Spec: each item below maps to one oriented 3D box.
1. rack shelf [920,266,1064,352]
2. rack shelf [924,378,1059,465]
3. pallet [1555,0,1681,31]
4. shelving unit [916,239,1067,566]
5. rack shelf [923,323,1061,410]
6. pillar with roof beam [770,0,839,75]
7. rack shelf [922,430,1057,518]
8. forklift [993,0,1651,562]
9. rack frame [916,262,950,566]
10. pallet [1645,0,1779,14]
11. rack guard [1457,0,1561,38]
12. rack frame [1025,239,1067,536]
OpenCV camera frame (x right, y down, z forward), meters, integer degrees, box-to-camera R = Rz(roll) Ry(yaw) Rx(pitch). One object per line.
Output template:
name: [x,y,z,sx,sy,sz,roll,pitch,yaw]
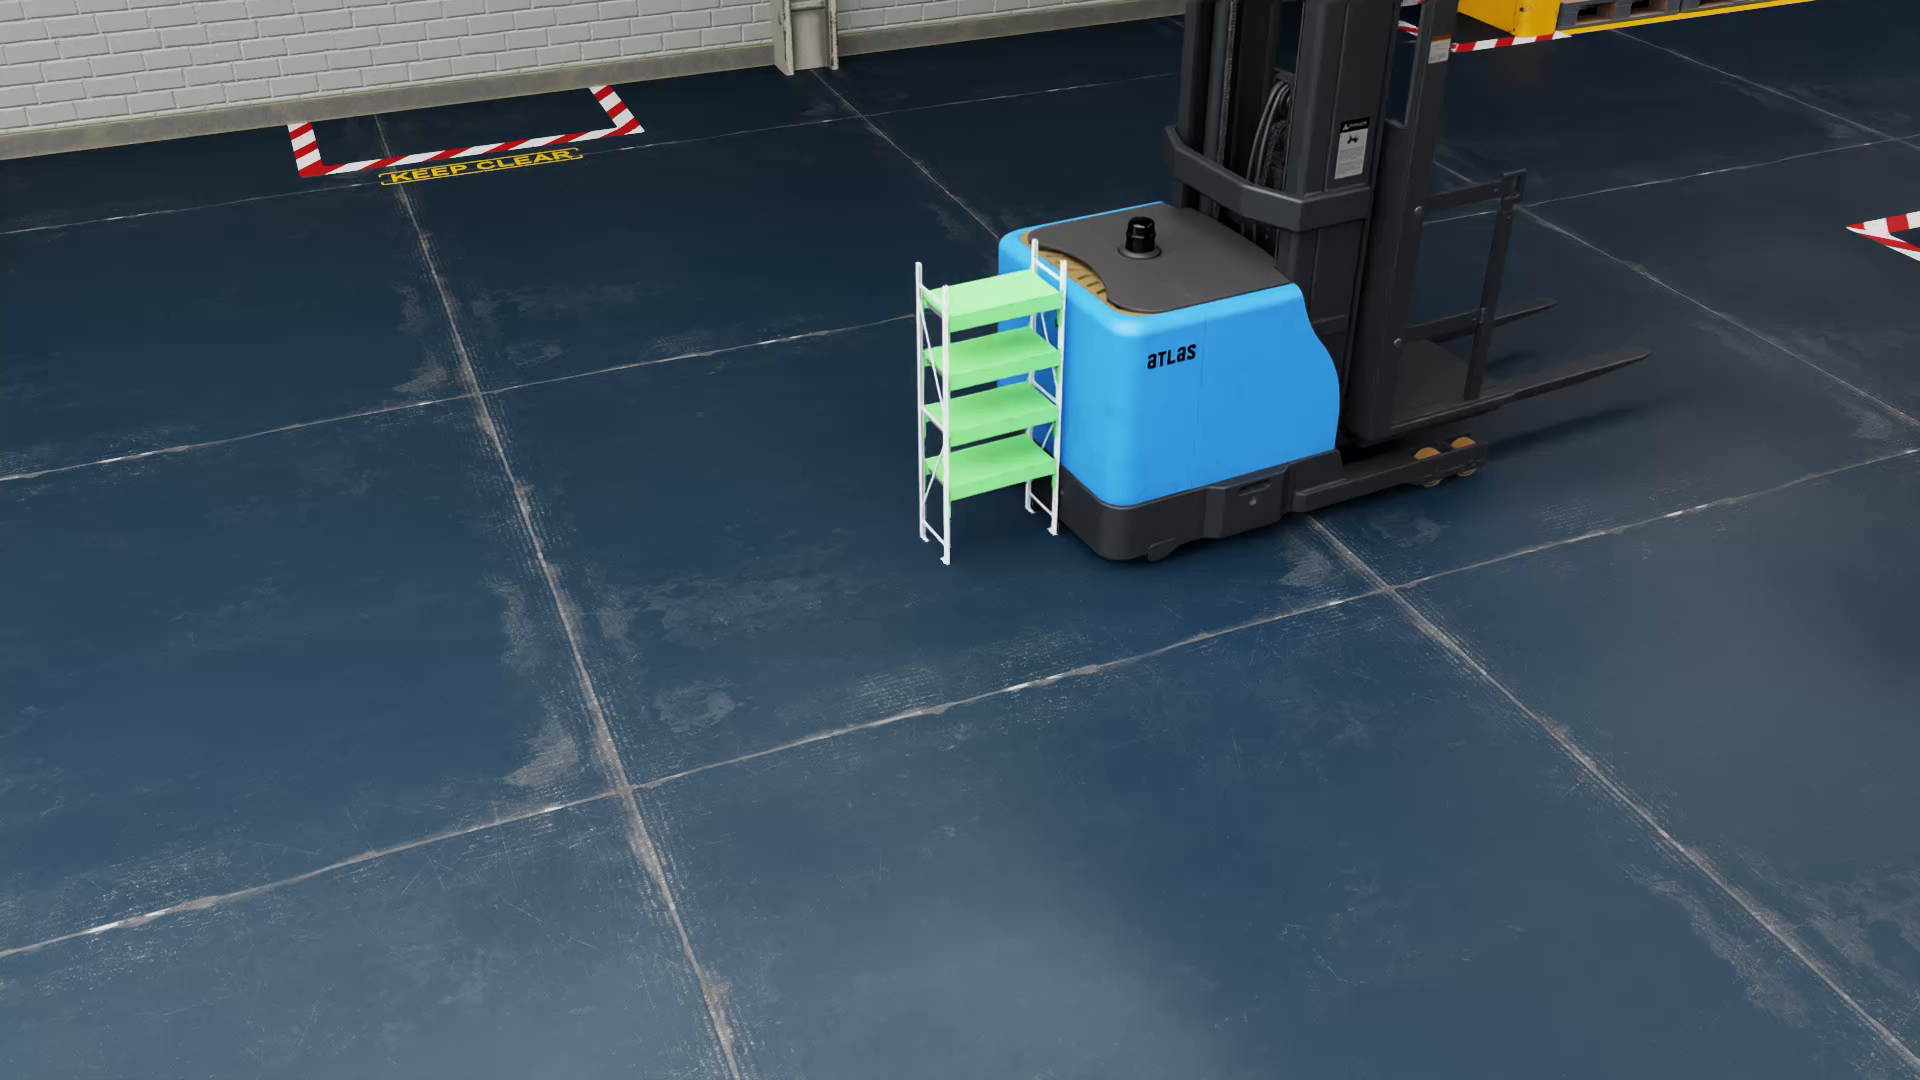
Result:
rack shelf: [0.116,-0.869,6.222,0.480,0.148,0.258,-15,36,-22]
rack shelf: [0.116,-0.466,6.484,0.480,0.148,0.258,-15,36,-22]
pallet: [4.944,-4.367,13.268,1.213,0.211,1.003,-13,35,-19]
shelving unit: [0.116,-0.520,6.449,0.503,1.200,0.258,-15,36,-22]
rack shelf: [0.116,-0.668,6.353,0.480,0.148,0.258,-15,36,-22]
pillar with roof beam: [0.556,-5.032,6.232,0.400,9.000,9.100,-13,35,-19]
rack shelf: [0.116,-0.265,6.615,0.480,0.148,0.258,-15,36,-22]
forklift: [1.692,-1.696,6.670,3.031,2.935,1.130,-15,36,-22]
rack frame: [-0.102,-0.460,6.356,0.015,1.200,0.240,-15,36,-22]
pallet: [6.067,-4.622,13.660,1.213,0.211,1.003,-13,35,-19]
rack guard: [4.182,-4.334,12.953,0.348,0.500,1.175,-13,35,-19]
rack frame: [0.333,-0.580,6.541,0.015,1.200,0.240,-15,36,-22]
